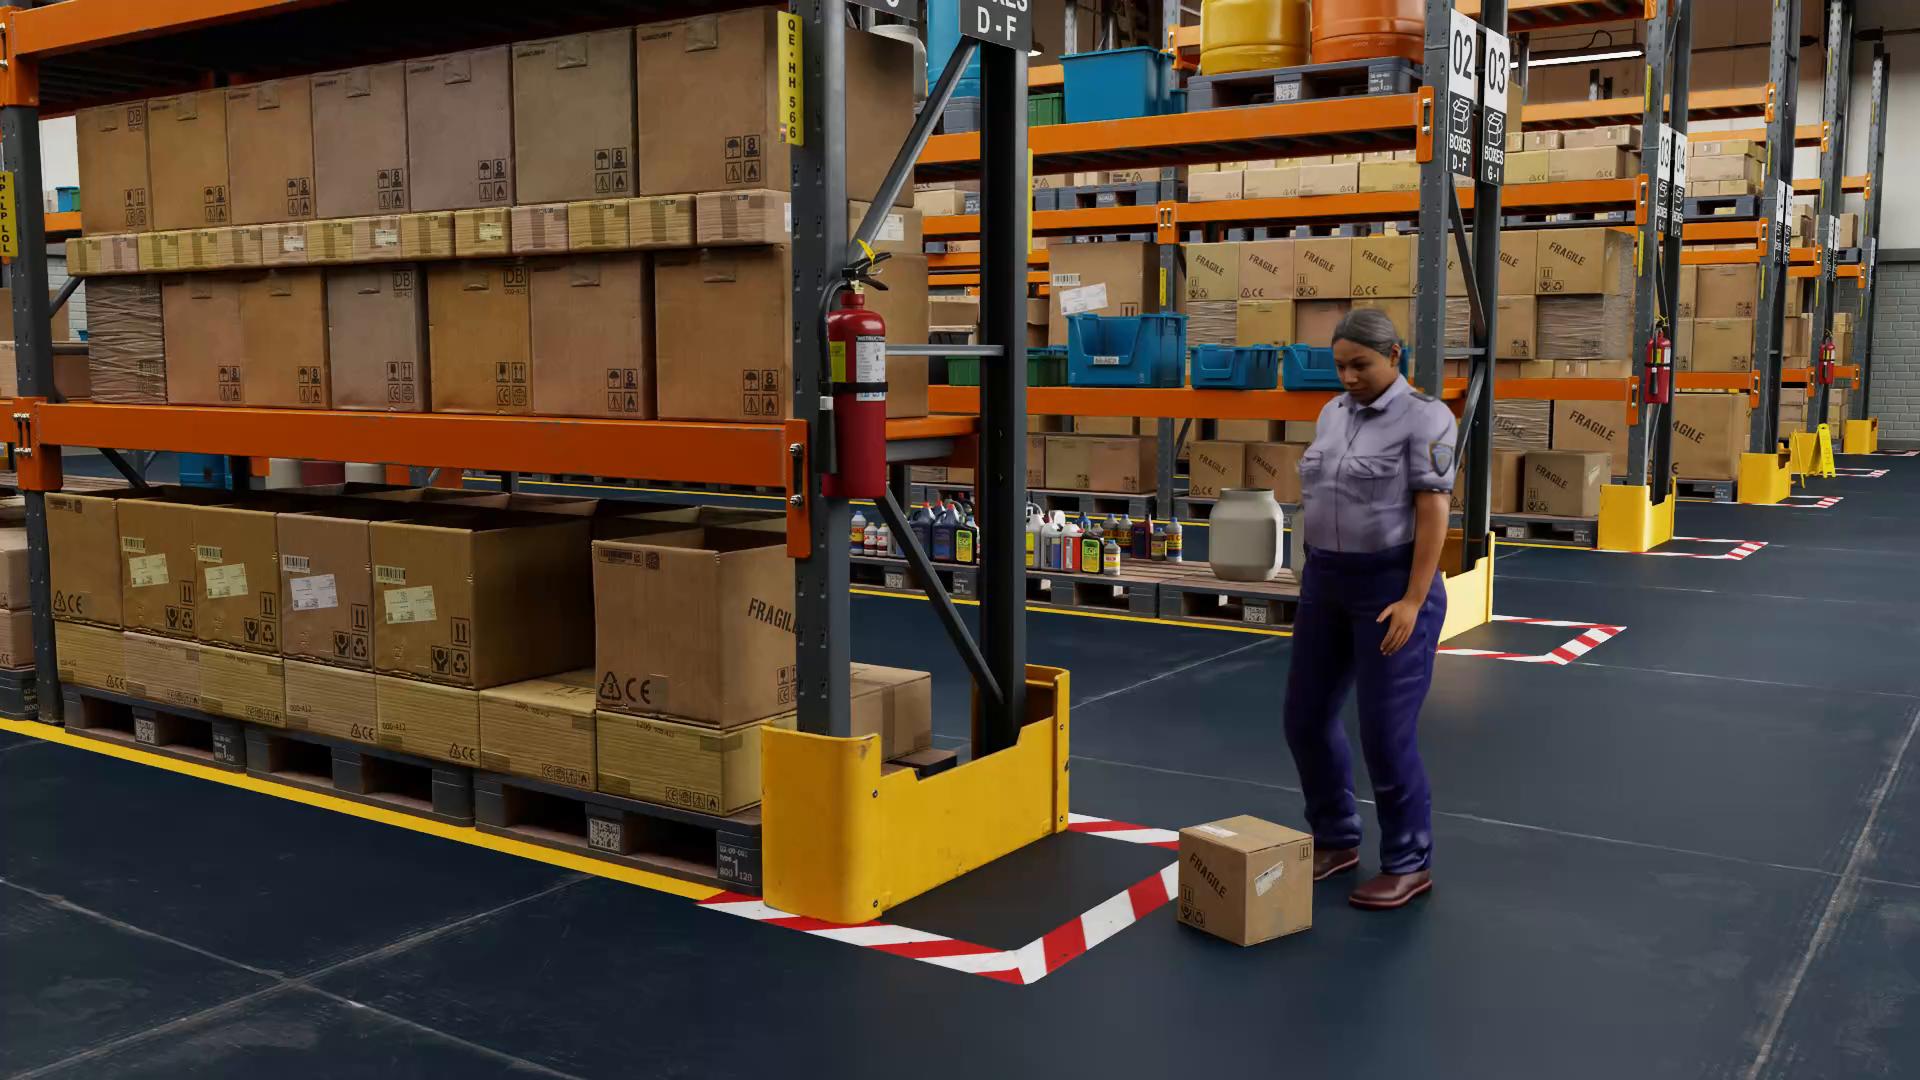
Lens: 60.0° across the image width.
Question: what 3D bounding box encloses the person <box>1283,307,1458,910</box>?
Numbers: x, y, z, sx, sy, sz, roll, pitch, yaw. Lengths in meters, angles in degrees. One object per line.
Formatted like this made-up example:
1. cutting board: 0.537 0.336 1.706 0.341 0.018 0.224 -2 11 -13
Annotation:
1. person: 1.148 0.178 4.617 0.349 1.631 0.483 -4 8 -34
